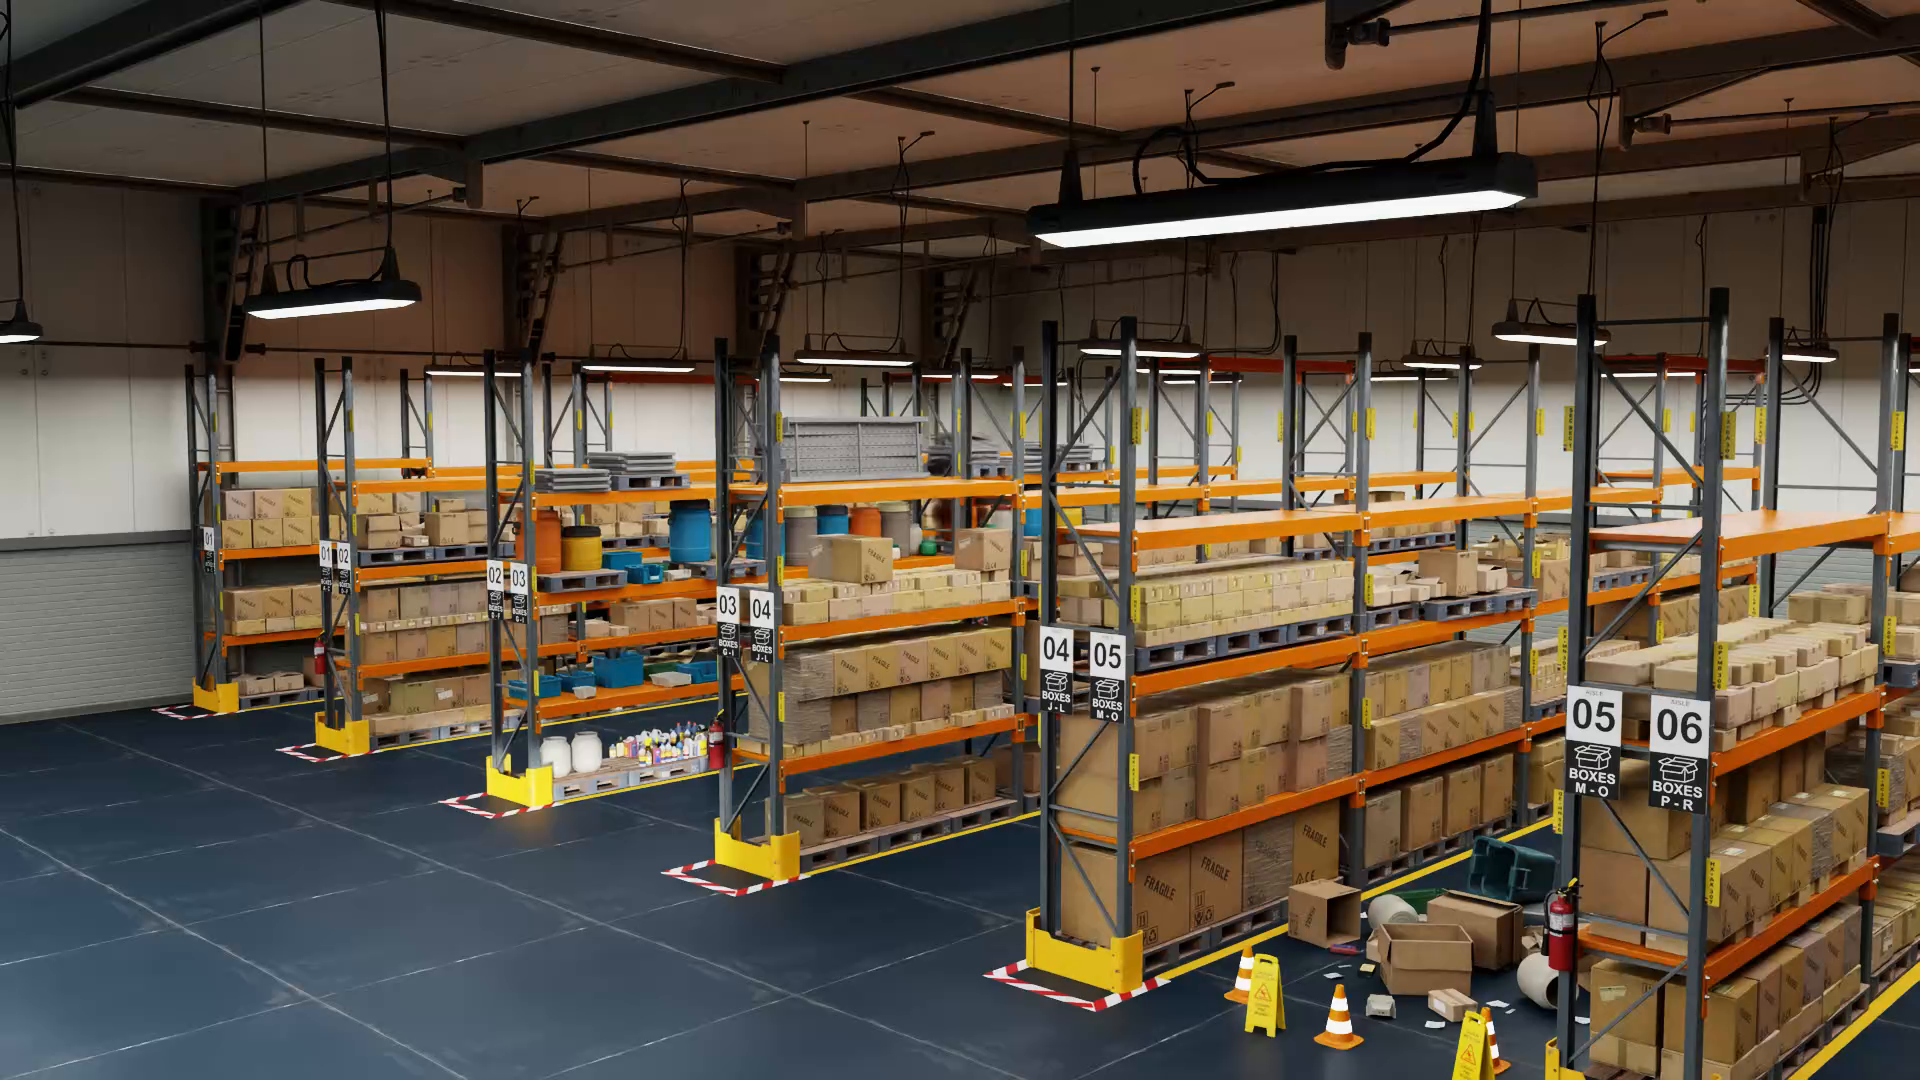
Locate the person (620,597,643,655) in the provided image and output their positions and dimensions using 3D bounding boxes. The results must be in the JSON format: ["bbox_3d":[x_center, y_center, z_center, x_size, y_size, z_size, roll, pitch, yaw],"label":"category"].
[{"bbox_3d":[-6.518,1.864,32.974,0.582,1.604,0.530,-2,5,-23],"label":"person"}]
